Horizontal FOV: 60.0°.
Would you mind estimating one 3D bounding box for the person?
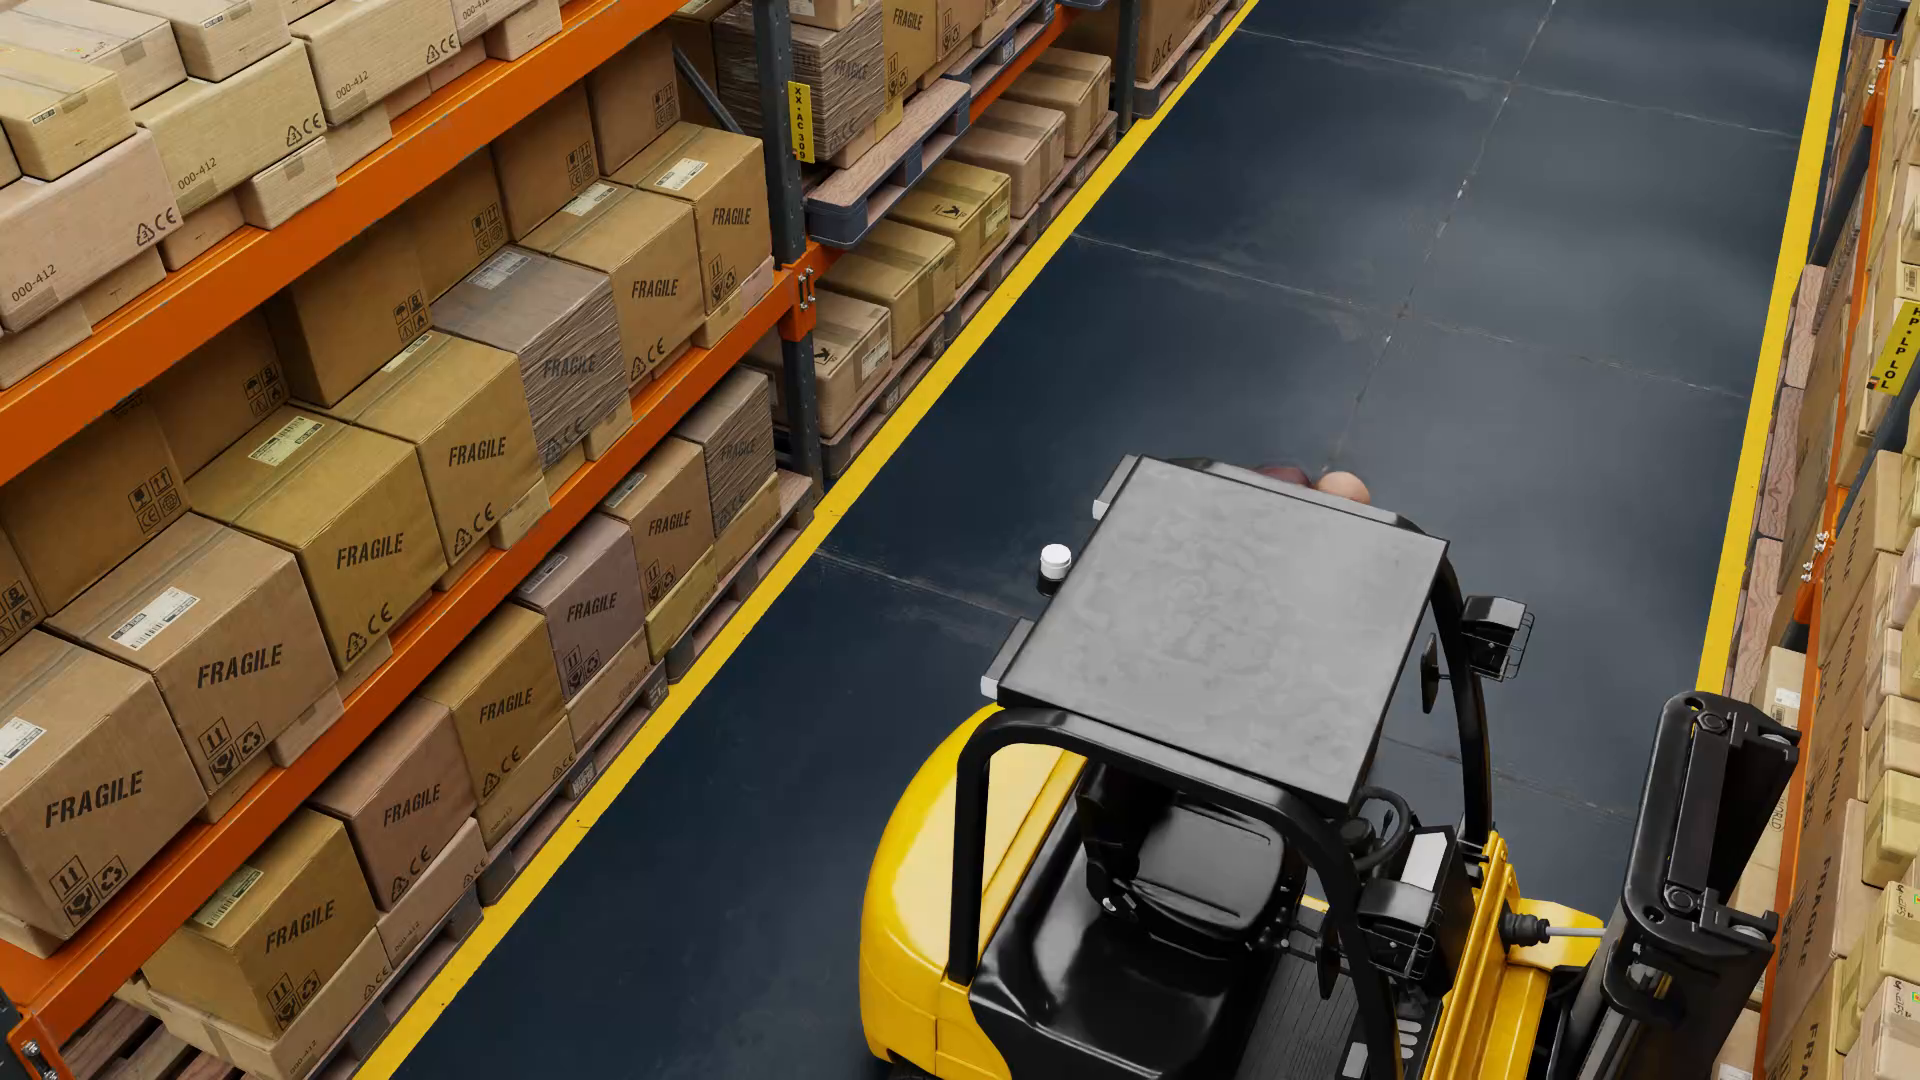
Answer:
[{"bbox_3d":[1.070,0.229,6.237,0.752,1.349,0.633,17,44,19],"label":"person"}]
